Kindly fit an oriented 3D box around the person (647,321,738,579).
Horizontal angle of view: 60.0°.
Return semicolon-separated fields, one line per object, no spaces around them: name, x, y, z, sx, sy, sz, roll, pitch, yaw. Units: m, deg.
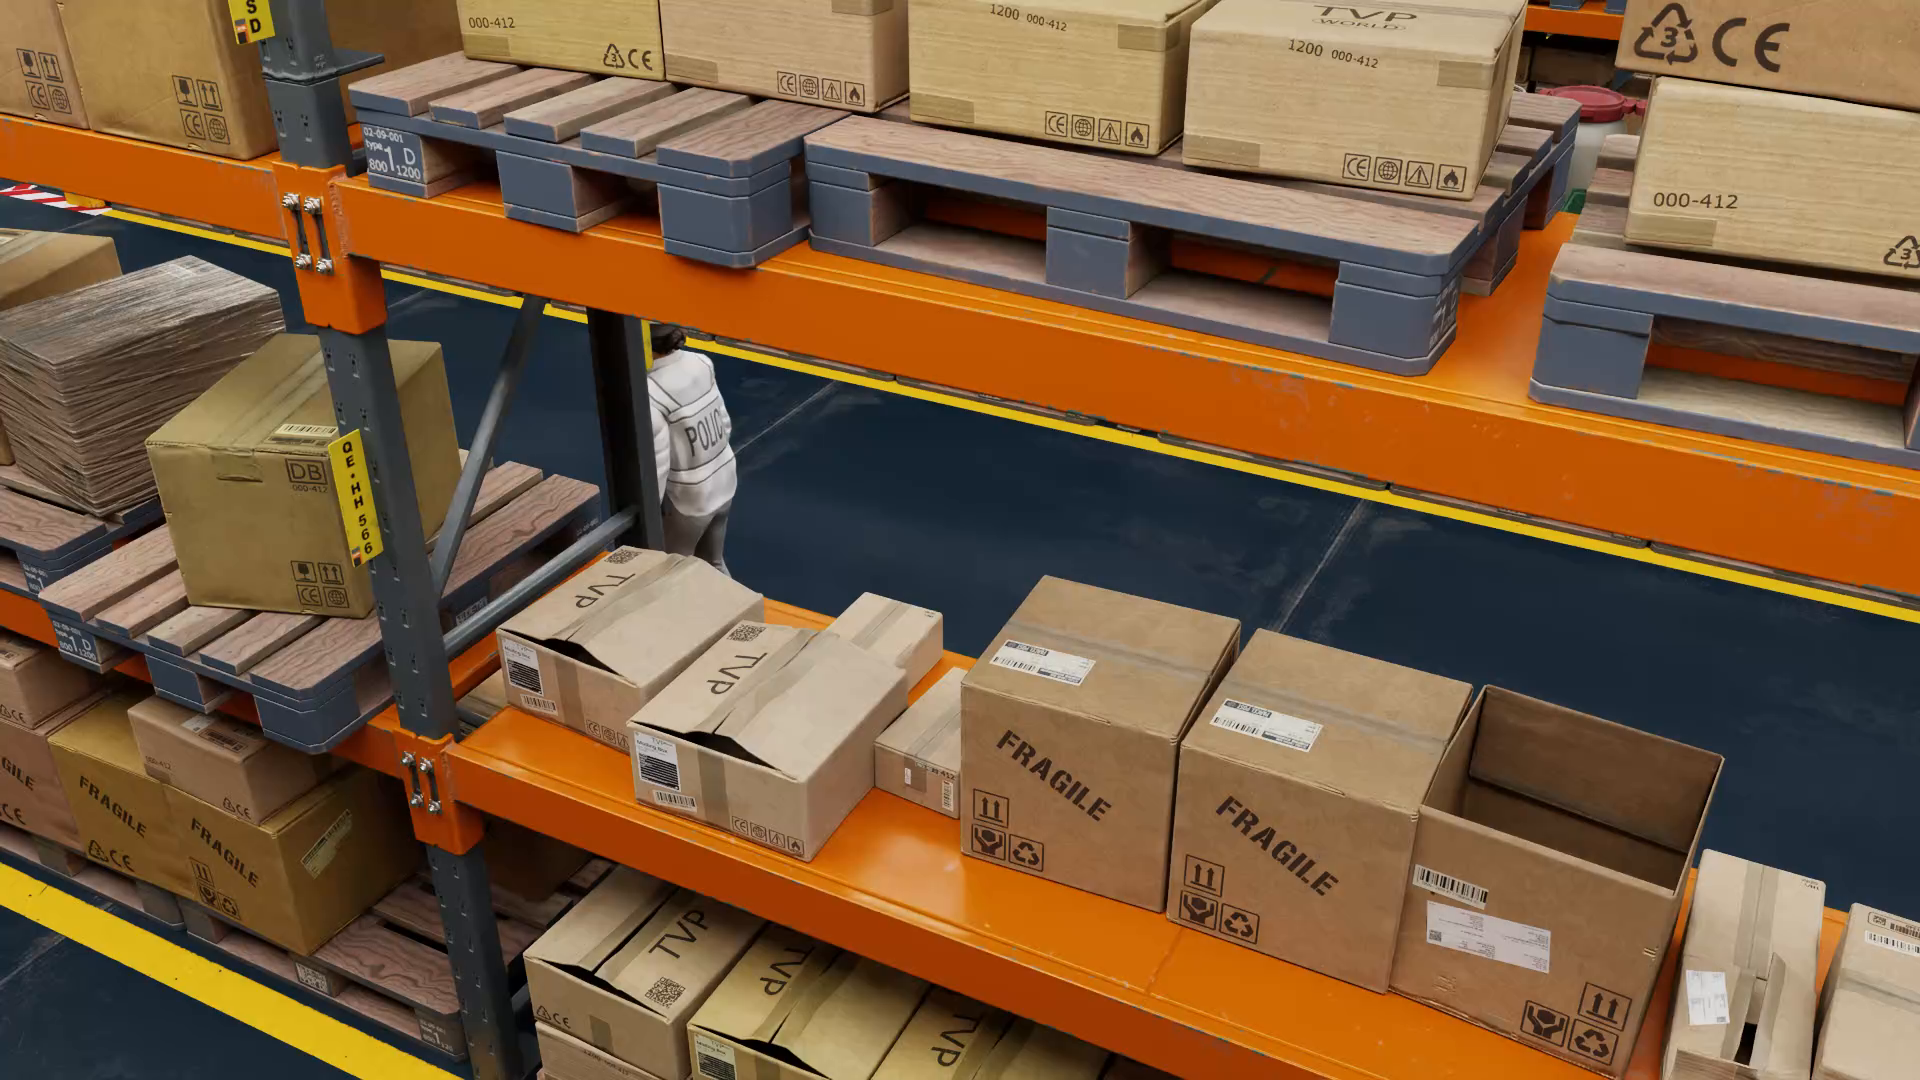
person;-1.071;-0.154;6.390;0.403;1.663;0.529;15;33;24
